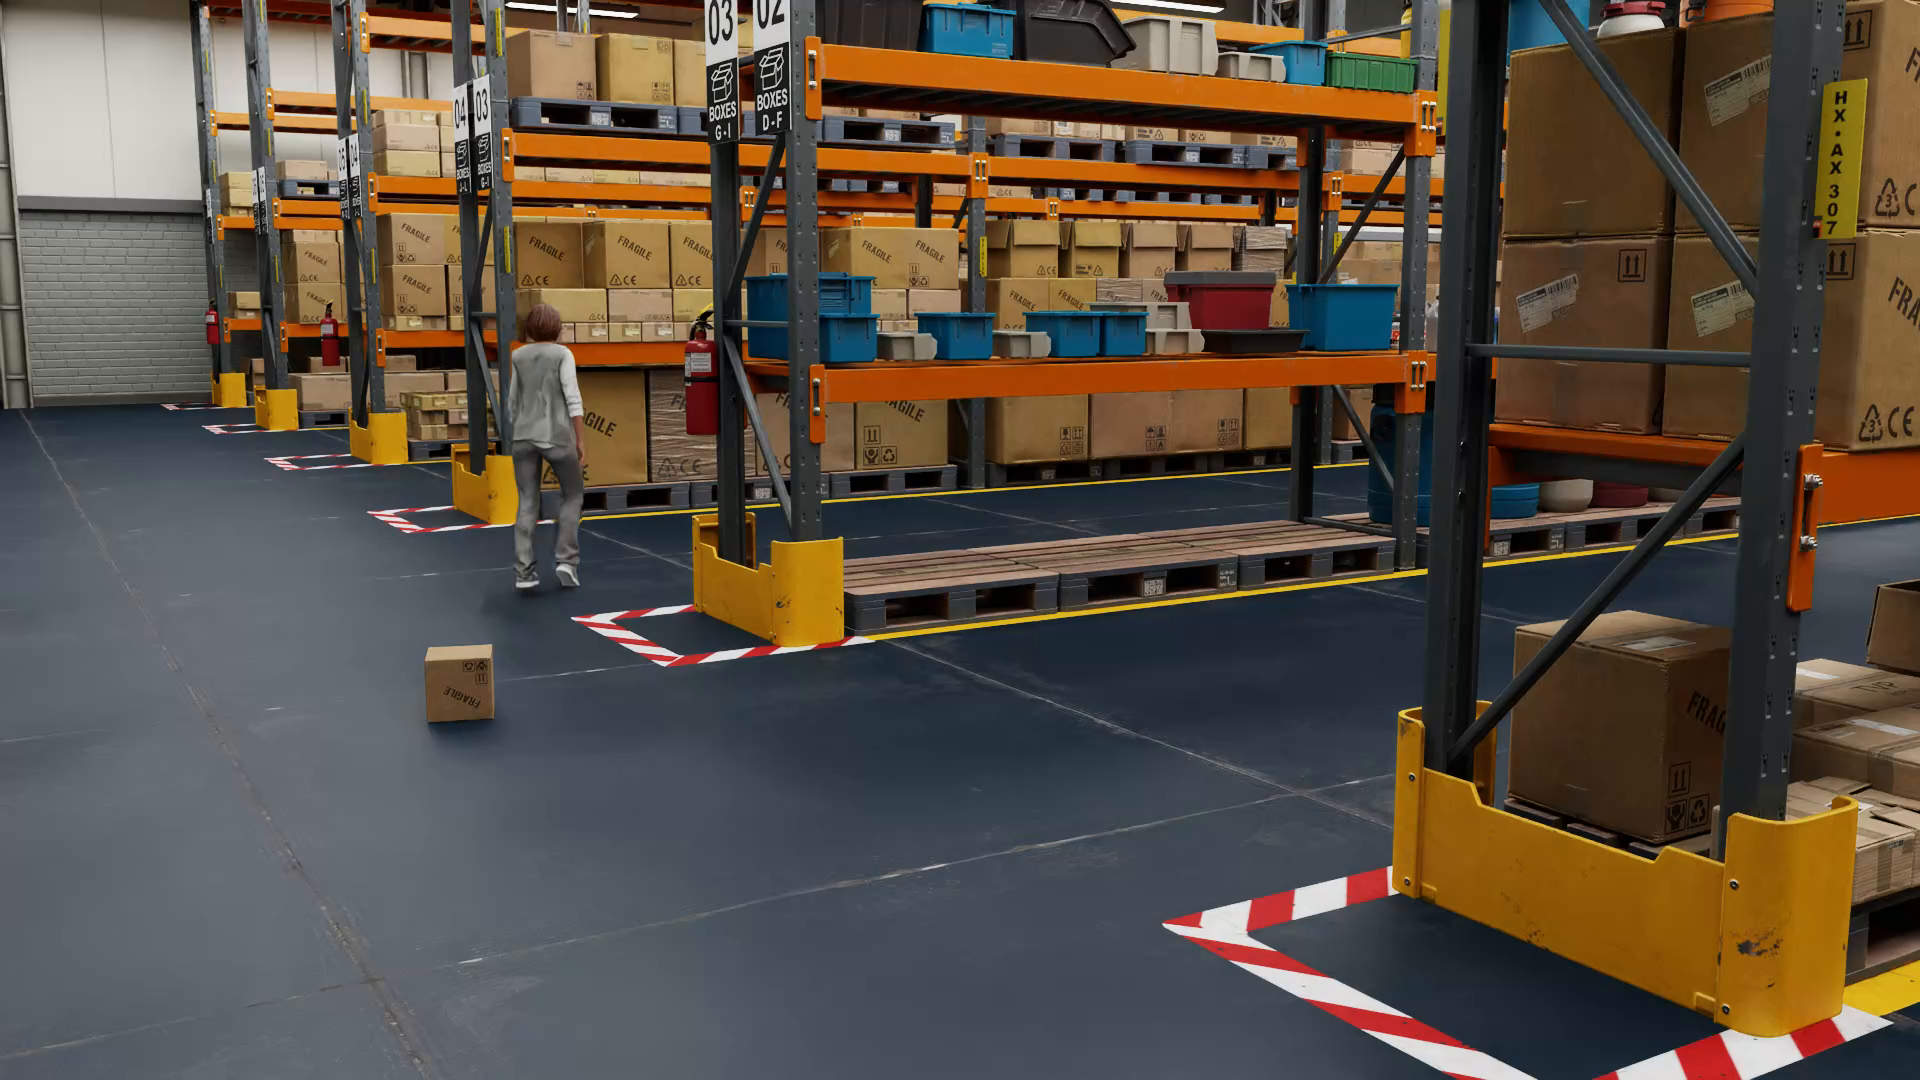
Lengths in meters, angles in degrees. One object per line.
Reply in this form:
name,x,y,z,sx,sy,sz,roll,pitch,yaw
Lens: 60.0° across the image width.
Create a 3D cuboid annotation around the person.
person,-2.315,-0.493,9.315,0.526,1.626,0.519,1,8,8
